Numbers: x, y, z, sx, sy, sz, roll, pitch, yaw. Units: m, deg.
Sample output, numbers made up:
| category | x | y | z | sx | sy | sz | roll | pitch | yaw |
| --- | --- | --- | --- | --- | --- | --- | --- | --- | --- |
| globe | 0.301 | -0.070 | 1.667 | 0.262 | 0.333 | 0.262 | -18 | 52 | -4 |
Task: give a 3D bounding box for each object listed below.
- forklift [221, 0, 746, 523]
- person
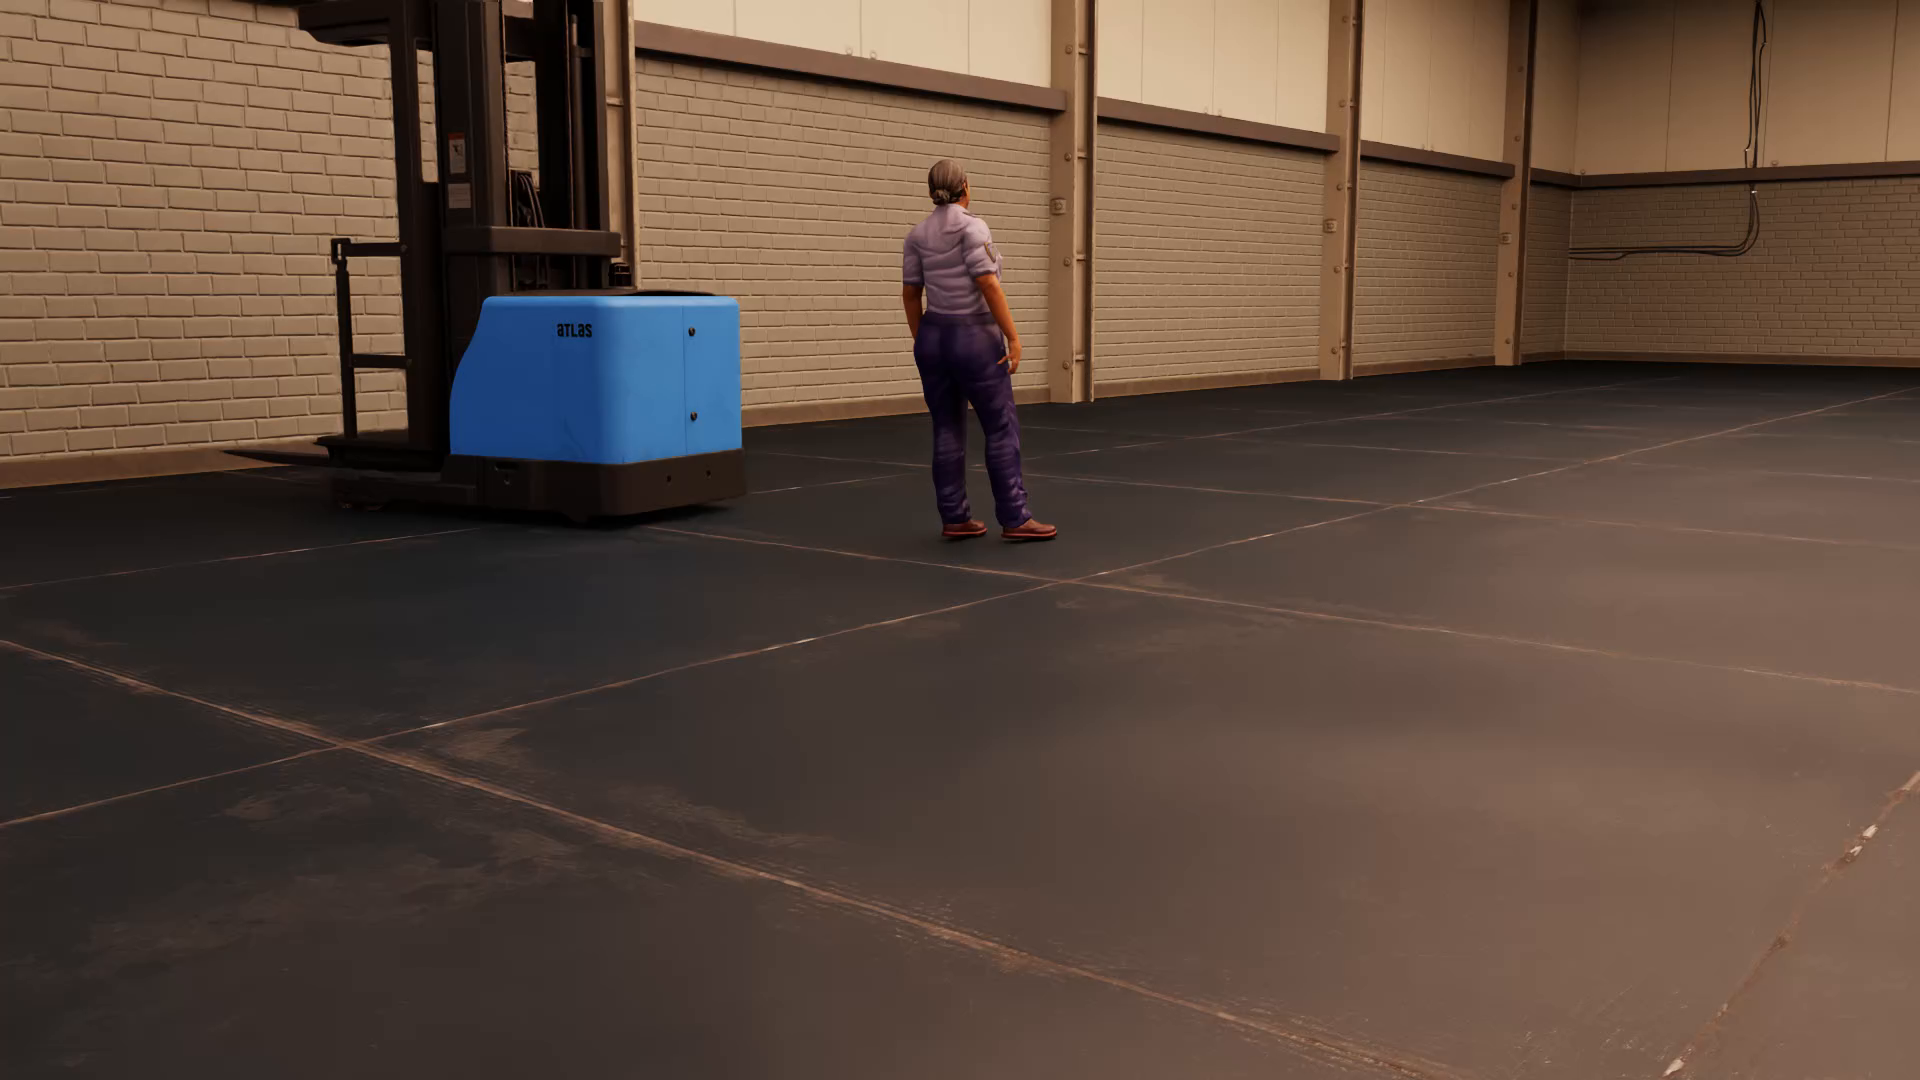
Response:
| category | x | y | z | sx | sy | sz | roll | pitch | yaw |
| --- | --- | --- | --- | --- | --- | --- | --- | --- | --- |
| forklift | -2.629 | -1.658 | 8.613 | 3.031 | 2.935 | 1.130 | 5 | 10 | 29 |
| person | 0.073 | -0.831 | 7.339 | 0.599 | 1.650 | 0.503 | 7 | 11 | 38 |
